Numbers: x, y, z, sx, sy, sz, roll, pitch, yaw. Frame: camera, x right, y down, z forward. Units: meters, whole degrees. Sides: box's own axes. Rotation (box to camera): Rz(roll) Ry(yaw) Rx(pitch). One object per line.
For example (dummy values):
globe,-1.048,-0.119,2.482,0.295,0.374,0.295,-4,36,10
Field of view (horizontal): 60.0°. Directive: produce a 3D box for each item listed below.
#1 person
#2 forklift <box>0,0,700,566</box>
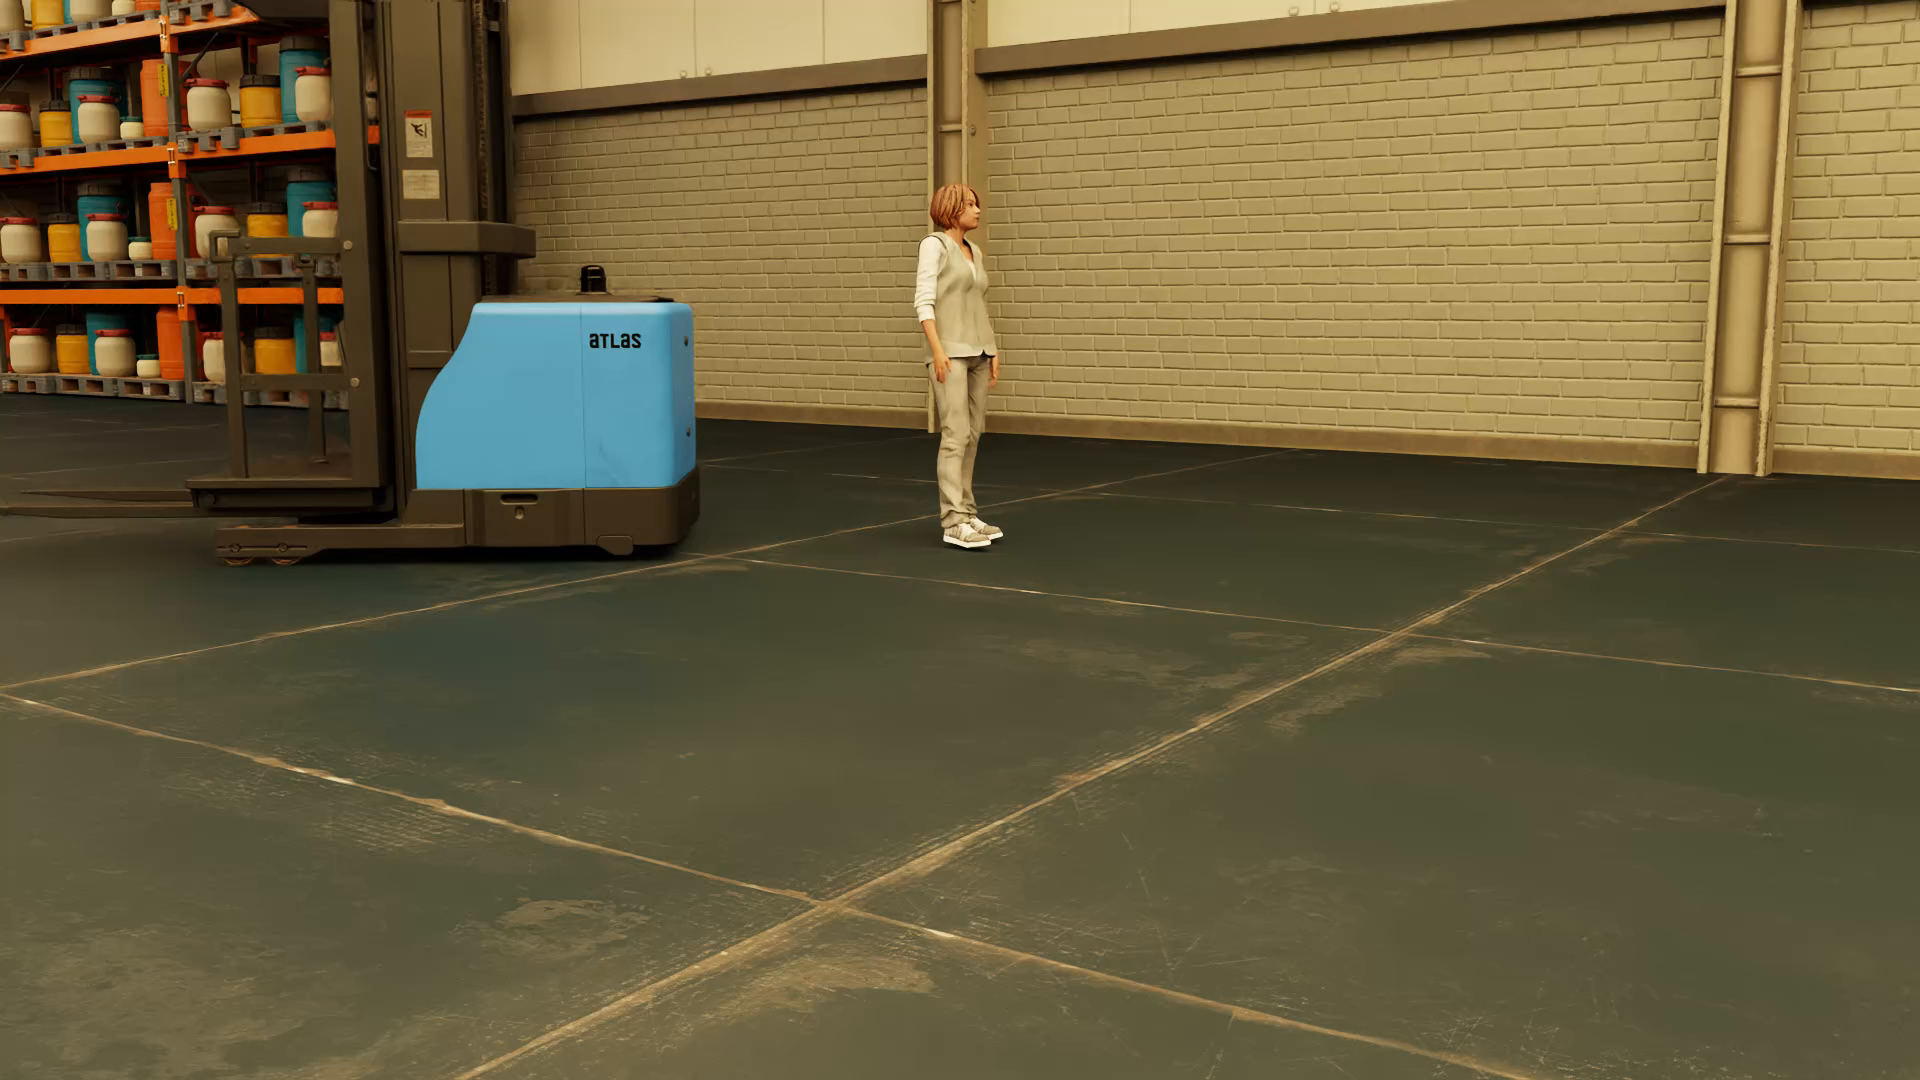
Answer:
person,0.054,-0.790,7.438,0.473,1.599,0.521,5,10,34
forklift,-2.723,-1.421,7.189,3.031,2.935,1.130,0,8,-3
